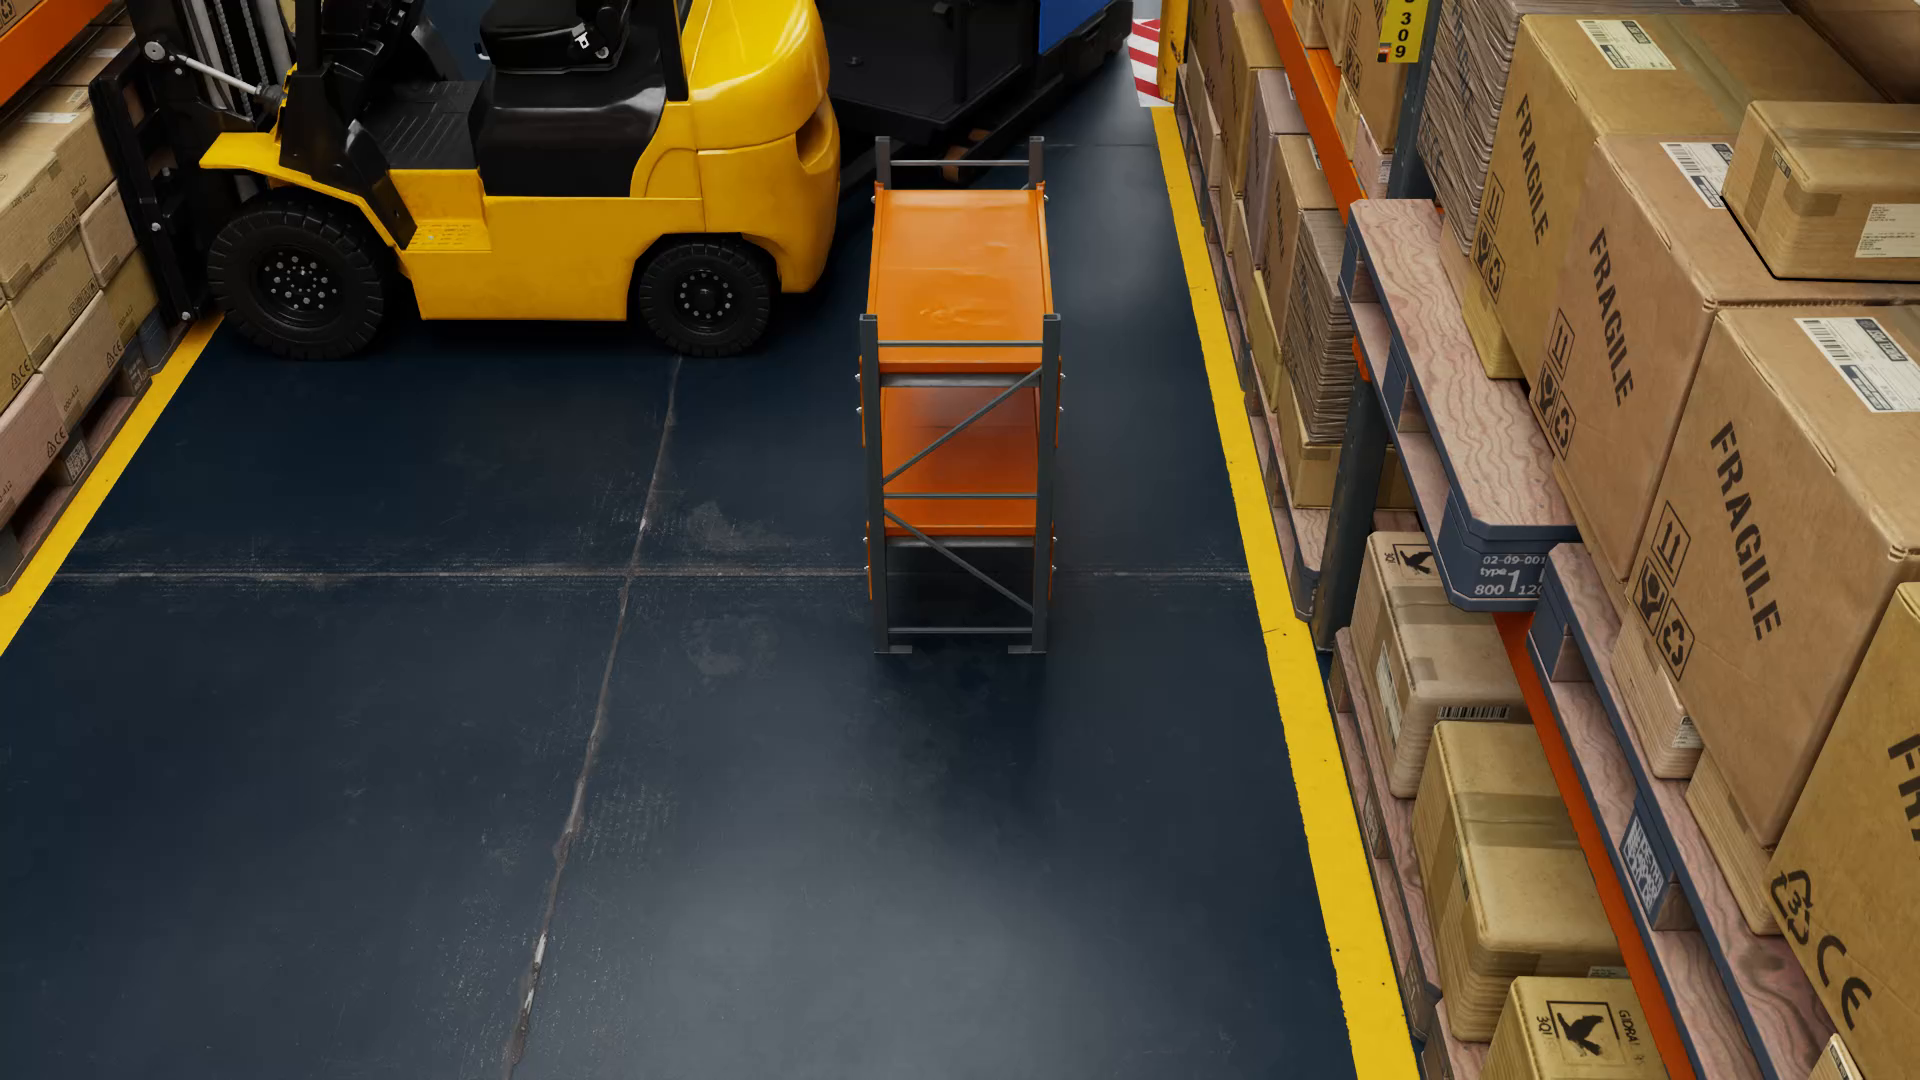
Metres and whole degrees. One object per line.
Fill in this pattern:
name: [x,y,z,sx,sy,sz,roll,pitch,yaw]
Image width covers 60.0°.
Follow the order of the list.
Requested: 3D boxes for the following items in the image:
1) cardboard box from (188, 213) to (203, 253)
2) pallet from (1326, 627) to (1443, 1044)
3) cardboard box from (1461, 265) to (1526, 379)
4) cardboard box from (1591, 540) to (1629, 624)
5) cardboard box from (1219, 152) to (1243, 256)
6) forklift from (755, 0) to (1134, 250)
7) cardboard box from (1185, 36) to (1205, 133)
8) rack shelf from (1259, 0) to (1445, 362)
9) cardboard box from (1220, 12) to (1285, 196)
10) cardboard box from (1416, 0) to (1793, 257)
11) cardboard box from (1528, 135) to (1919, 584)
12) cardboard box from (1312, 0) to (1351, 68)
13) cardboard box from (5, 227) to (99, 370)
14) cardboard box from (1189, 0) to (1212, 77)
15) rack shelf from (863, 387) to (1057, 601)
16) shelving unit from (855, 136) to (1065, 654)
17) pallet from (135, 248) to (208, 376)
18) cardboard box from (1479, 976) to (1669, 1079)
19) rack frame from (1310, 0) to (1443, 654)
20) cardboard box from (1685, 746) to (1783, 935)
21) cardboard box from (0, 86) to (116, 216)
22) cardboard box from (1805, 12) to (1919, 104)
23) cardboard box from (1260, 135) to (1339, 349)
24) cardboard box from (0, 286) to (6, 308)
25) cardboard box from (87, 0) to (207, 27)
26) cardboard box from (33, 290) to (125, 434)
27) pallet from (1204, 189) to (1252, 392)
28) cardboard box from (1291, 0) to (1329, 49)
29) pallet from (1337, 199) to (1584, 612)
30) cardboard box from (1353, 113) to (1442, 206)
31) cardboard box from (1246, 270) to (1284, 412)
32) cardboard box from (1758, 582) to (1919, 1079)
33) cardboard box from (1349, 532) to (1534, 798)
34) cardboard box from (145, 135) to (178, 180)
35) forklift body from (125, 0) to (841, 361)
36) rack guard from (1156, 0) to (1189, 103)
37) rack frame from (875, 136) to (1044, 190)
cardboard box: [-3.109,-1.223,6.240,0.500,0.250,0.500,1,39,1]
pallet: [1.540,0.696,4.212,1.003,0.211,1.213,0,39,0]
cardboard box: [1.213,-0.443,3.269,0.380,0.149,0.250,1,39,1]
cardboard box: [1.247,0.050,2.654,0.380,0.149,0.250,0,39,0]
cardboard box: [1.263,-1.306,6.344,0.500,0.250,0.500,2,39,3]
forklift: [-0.301,-2.993,6.640,1.130,2.935,3.031,19,43,22]
cardboard box: [1.257,-1.966,7.168,0.500,0.250,0.500,0,39,0]
rack shelf: [1.535,-1.849,5.734,1.077,0.370,4.000,0,39,0]
cardboard box: [1.255,-1.604,6.116,0.500,0.500,0.500,1,39,1]
cardboard box: [1.251,-0.904,3.326,0.500,0.500,0.500,1,39,1]
cardboard box: [1.239,-0.282,2.550,0.500,0.500,0.500,0,39,0]
cardboard box: [1.281,-1.633,4.572,0.500,0.500,0.500,1,39,1]
cardboard box: [-3.121,-0.777,5.284,0.500,0.250,0.500,0,39,0]
cardboard box: [1.258,-2.244,6.915,0.500,0.500,0.500,-1,39,-2]
rack shelf: [0.000,-0.244,5.046,0.538,0.278,1.000,0,39,0]
shelving unit: [0.000,-0.435,4.893,0.538,1.125,1.048,0,39,0]
pallet: [-3.390,-1.047,6.388,1.003,0.211,1.213,0,39,0]
cardboard box: [1.547,1.195,3.125,0.950,0.372,0.625,1,39,1]
rack frame: [1.537,-0.879,3.948,1.000,3.000,0.127,0,39,0]
cardboard box: [1.225,0.383,2.238,0.380,0.149,0.250,-1,39,-1]
cardboard box: [-3.116,-1.288,5.521,0.500,0.250,0.500,1,39,1]
cardboard box: [1.769,-0.599,2.945,0.500,0.500,0.500,0,39,0]
cardboard box: [1.266,-0.950,5.300,0.500,0.500,0.500,1,39,1]
cardboard box: [-3.113,-0.657,4.734,0.500,0.250,0.500,-1,39,-1]
cardboard box: [-3.102,-1.933,6.327,0.500,0.250,0.500,0,39,1]
cardboard box: [-3.112,-0.584,5.443,0.500,0.250,0.500,-1,39,-1]
pallet: [1.497,-0.975,6.298,1.003,0.211,1.213,0,39,0]
cardboard box: [1.228,-1.617,5.070,0.380,0.149,0.250,-1,39,-1]
pallet: [1.393,-0.326,3.411,1.003,0.211,1.213,0,39,0]
cardboard box: [1.232,-0.982,4.277,0.380,0.149,0.250,0,39,-1]
cardboard box: [1.257,-0.672,5.553,0.500,0.250,0.500,-1,39,-1]
cardboard box: [1.250,0.381,1.723,0.500,0.500,0.500,-3,39,-3]
cardboard box: [1.540,0.311,4.229,0.950,0.372,0.625,0,39,1]
cardboard box: [-3.109,-1.407,6.070,0.500,0.250,0.500,0,39,0]
forklift body: [-1.604,-1.859,5.849,2.313,2.155,1.214,0,39,0]
rack guard: [1.533,-2.357,7.792,1.175,0.500,0.348,0,39,0]
rack frame: [-0.001,-0.753,5.290,0.500,1.125,0.032,0,39,0]
